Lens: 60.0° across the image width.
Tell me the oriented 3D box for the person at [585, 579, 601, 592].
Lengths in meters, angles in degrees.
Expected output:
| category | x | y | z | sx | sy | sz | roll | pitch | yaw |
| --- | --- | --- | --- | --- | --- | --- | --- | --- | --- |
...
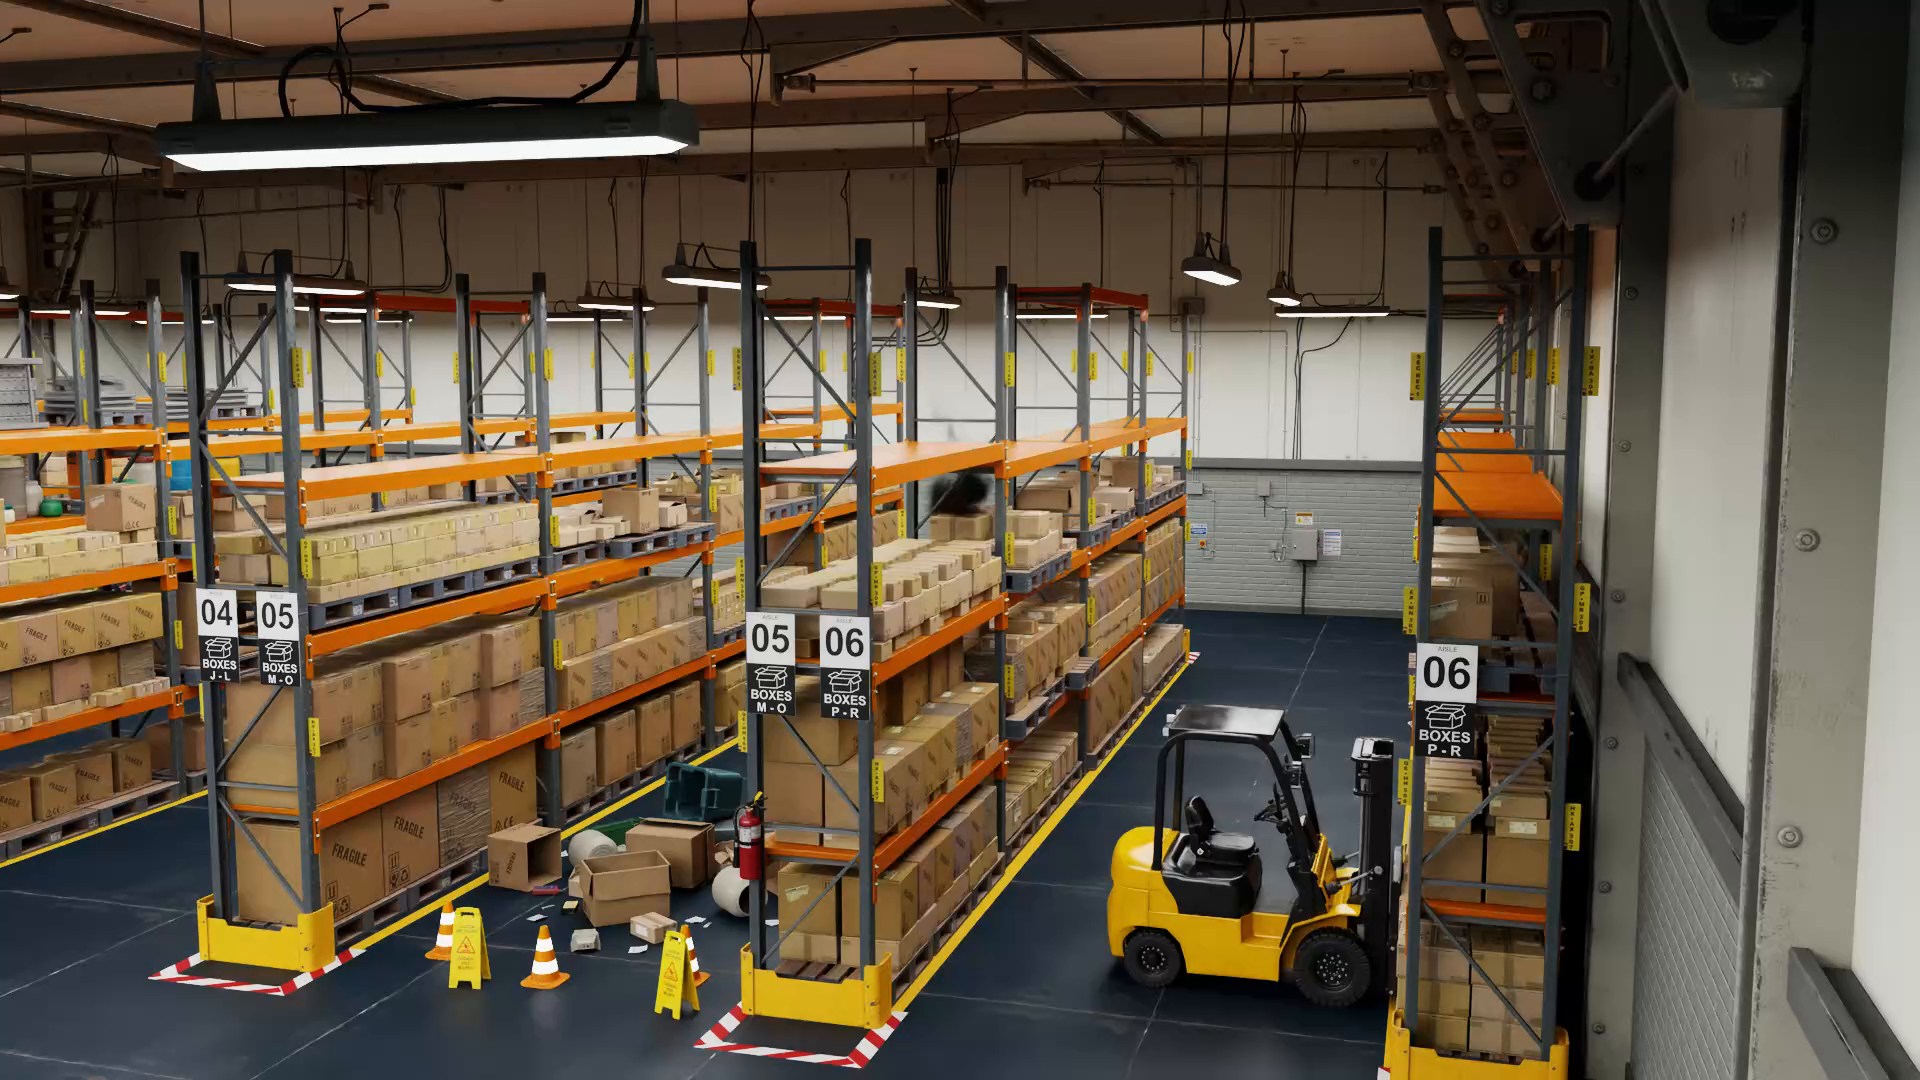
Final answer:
| category | x | y | z | sx | sy | sz | roll | pitch | yaw |
| --- | --- | --- | --- | --- | --- | --- | --- | --- | --- |
| person | -5.725 | 1.394 | 26.114 | 0.713 | 1.728 | 0.557 | 1 | 6 | 9 |
